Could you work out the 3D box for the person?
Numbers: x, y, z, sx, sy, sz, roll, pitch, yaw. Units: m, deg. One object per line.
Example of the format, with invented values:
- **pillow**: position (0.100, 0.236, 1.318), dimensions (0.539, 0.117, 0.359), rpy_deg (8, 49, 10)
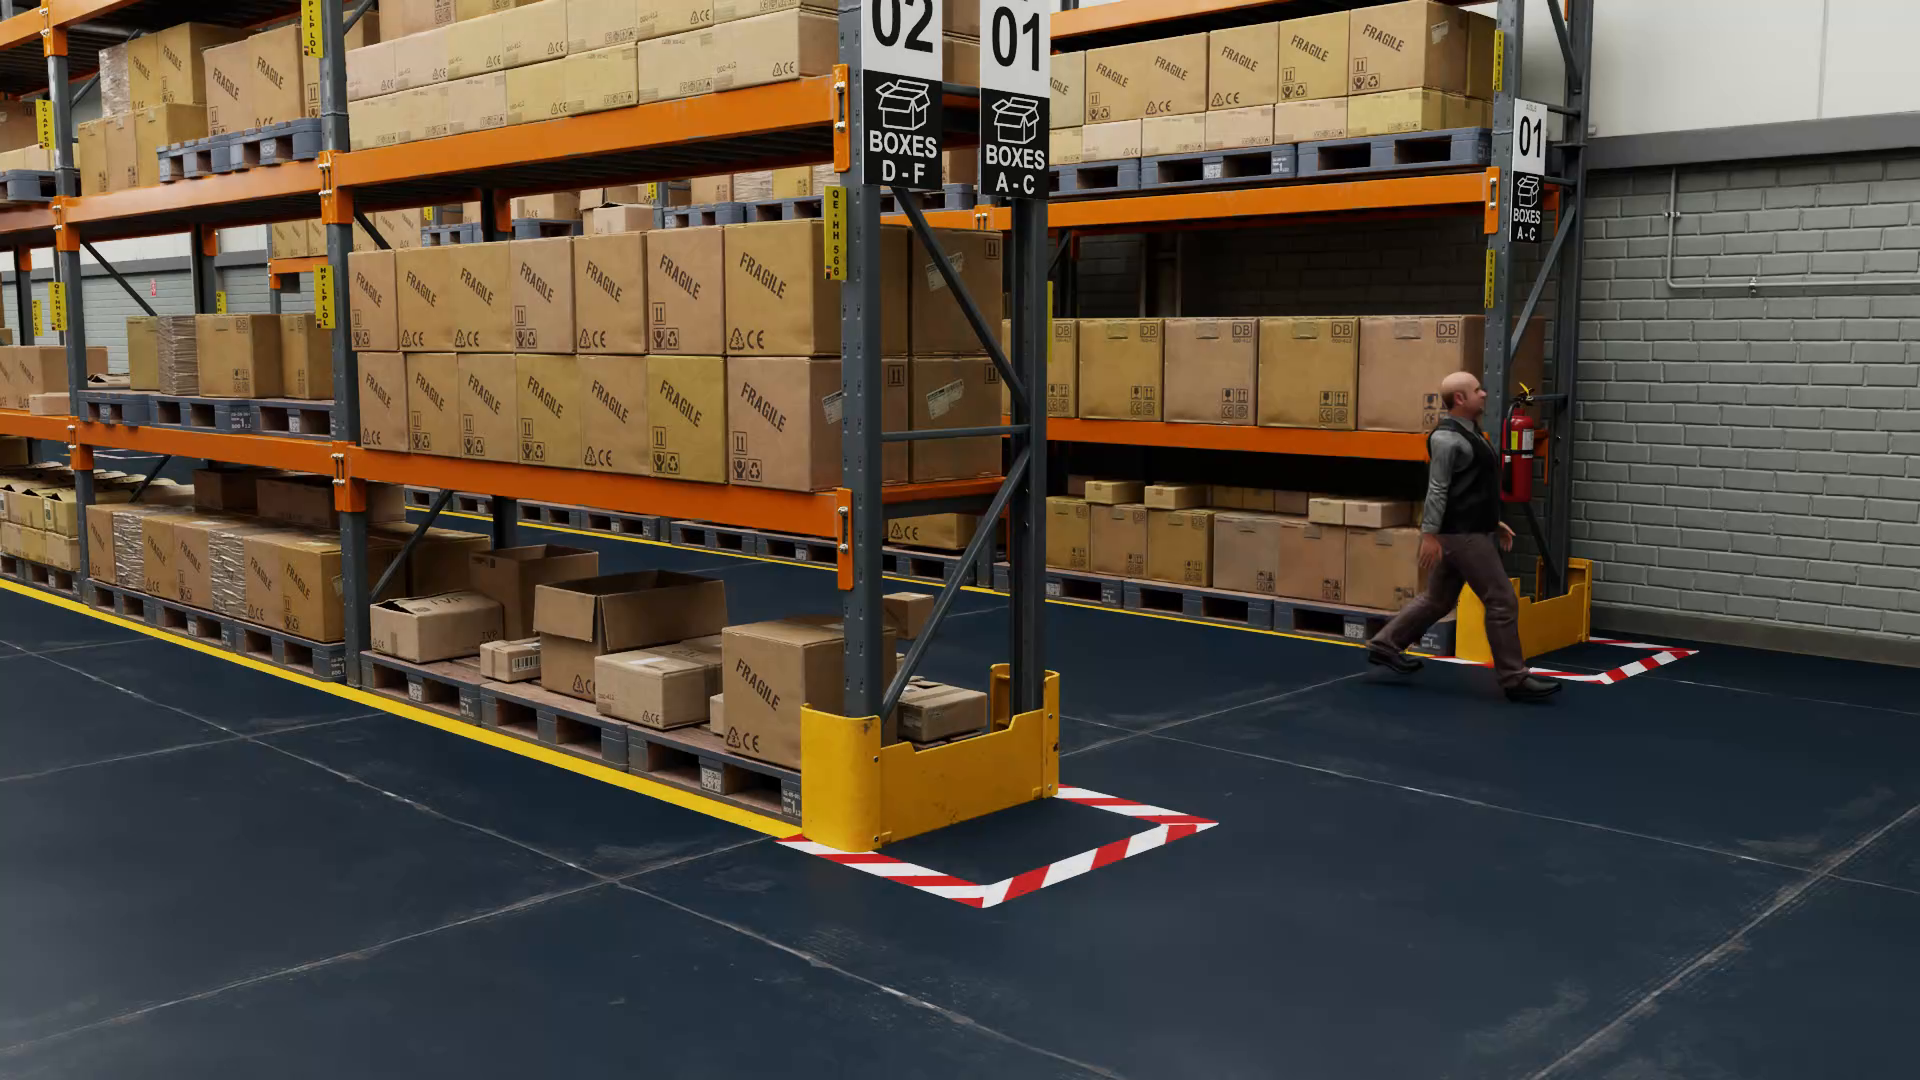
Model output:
- **person**: position (2.661, -0.036, 8.726), dimensions (1.021, 1.684, 0.550), rpy_deg (3, 8, 22)
